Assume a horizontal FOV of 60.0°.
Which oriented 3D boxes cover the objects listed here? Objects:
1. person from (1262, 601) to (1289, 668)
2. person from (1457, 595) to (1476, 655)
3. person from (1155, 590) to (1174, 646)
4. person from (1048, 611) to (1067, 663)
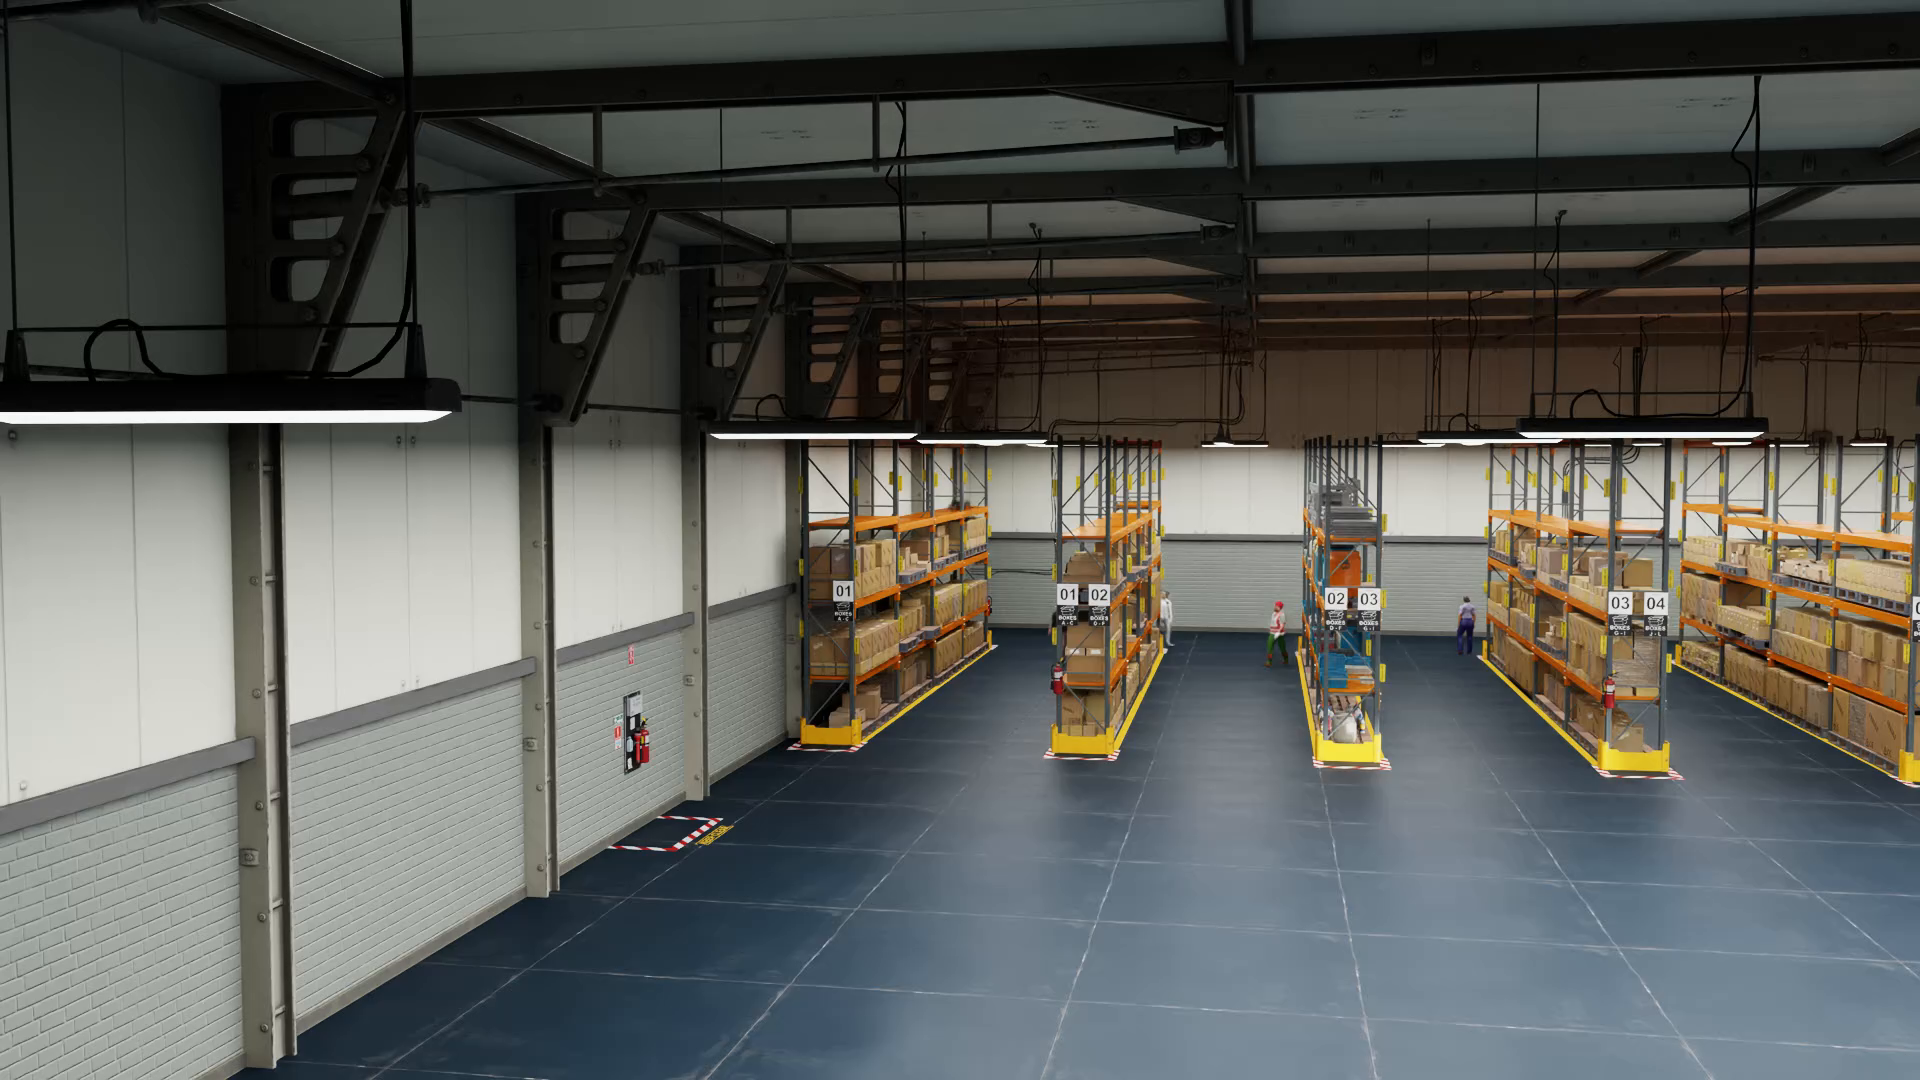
[{"bbox_3d":[8.365,2.489,43.837,0.506,1.745,1.068,2,4,35],"label":"person"},{"bbox_3d":[14.209,2.421,46.647,0.534,1.736,0.374,0,3,-9],"label":"person"},{"bbox_3d":[5.933,2.270,48.649,0.582,1.648,0.939,-1,3,-21],"label":"person"},{"bbox_3d":[2.633,2.463,44.191,0.584,1.667,0.967,1,3,22],"label":"person"}]
